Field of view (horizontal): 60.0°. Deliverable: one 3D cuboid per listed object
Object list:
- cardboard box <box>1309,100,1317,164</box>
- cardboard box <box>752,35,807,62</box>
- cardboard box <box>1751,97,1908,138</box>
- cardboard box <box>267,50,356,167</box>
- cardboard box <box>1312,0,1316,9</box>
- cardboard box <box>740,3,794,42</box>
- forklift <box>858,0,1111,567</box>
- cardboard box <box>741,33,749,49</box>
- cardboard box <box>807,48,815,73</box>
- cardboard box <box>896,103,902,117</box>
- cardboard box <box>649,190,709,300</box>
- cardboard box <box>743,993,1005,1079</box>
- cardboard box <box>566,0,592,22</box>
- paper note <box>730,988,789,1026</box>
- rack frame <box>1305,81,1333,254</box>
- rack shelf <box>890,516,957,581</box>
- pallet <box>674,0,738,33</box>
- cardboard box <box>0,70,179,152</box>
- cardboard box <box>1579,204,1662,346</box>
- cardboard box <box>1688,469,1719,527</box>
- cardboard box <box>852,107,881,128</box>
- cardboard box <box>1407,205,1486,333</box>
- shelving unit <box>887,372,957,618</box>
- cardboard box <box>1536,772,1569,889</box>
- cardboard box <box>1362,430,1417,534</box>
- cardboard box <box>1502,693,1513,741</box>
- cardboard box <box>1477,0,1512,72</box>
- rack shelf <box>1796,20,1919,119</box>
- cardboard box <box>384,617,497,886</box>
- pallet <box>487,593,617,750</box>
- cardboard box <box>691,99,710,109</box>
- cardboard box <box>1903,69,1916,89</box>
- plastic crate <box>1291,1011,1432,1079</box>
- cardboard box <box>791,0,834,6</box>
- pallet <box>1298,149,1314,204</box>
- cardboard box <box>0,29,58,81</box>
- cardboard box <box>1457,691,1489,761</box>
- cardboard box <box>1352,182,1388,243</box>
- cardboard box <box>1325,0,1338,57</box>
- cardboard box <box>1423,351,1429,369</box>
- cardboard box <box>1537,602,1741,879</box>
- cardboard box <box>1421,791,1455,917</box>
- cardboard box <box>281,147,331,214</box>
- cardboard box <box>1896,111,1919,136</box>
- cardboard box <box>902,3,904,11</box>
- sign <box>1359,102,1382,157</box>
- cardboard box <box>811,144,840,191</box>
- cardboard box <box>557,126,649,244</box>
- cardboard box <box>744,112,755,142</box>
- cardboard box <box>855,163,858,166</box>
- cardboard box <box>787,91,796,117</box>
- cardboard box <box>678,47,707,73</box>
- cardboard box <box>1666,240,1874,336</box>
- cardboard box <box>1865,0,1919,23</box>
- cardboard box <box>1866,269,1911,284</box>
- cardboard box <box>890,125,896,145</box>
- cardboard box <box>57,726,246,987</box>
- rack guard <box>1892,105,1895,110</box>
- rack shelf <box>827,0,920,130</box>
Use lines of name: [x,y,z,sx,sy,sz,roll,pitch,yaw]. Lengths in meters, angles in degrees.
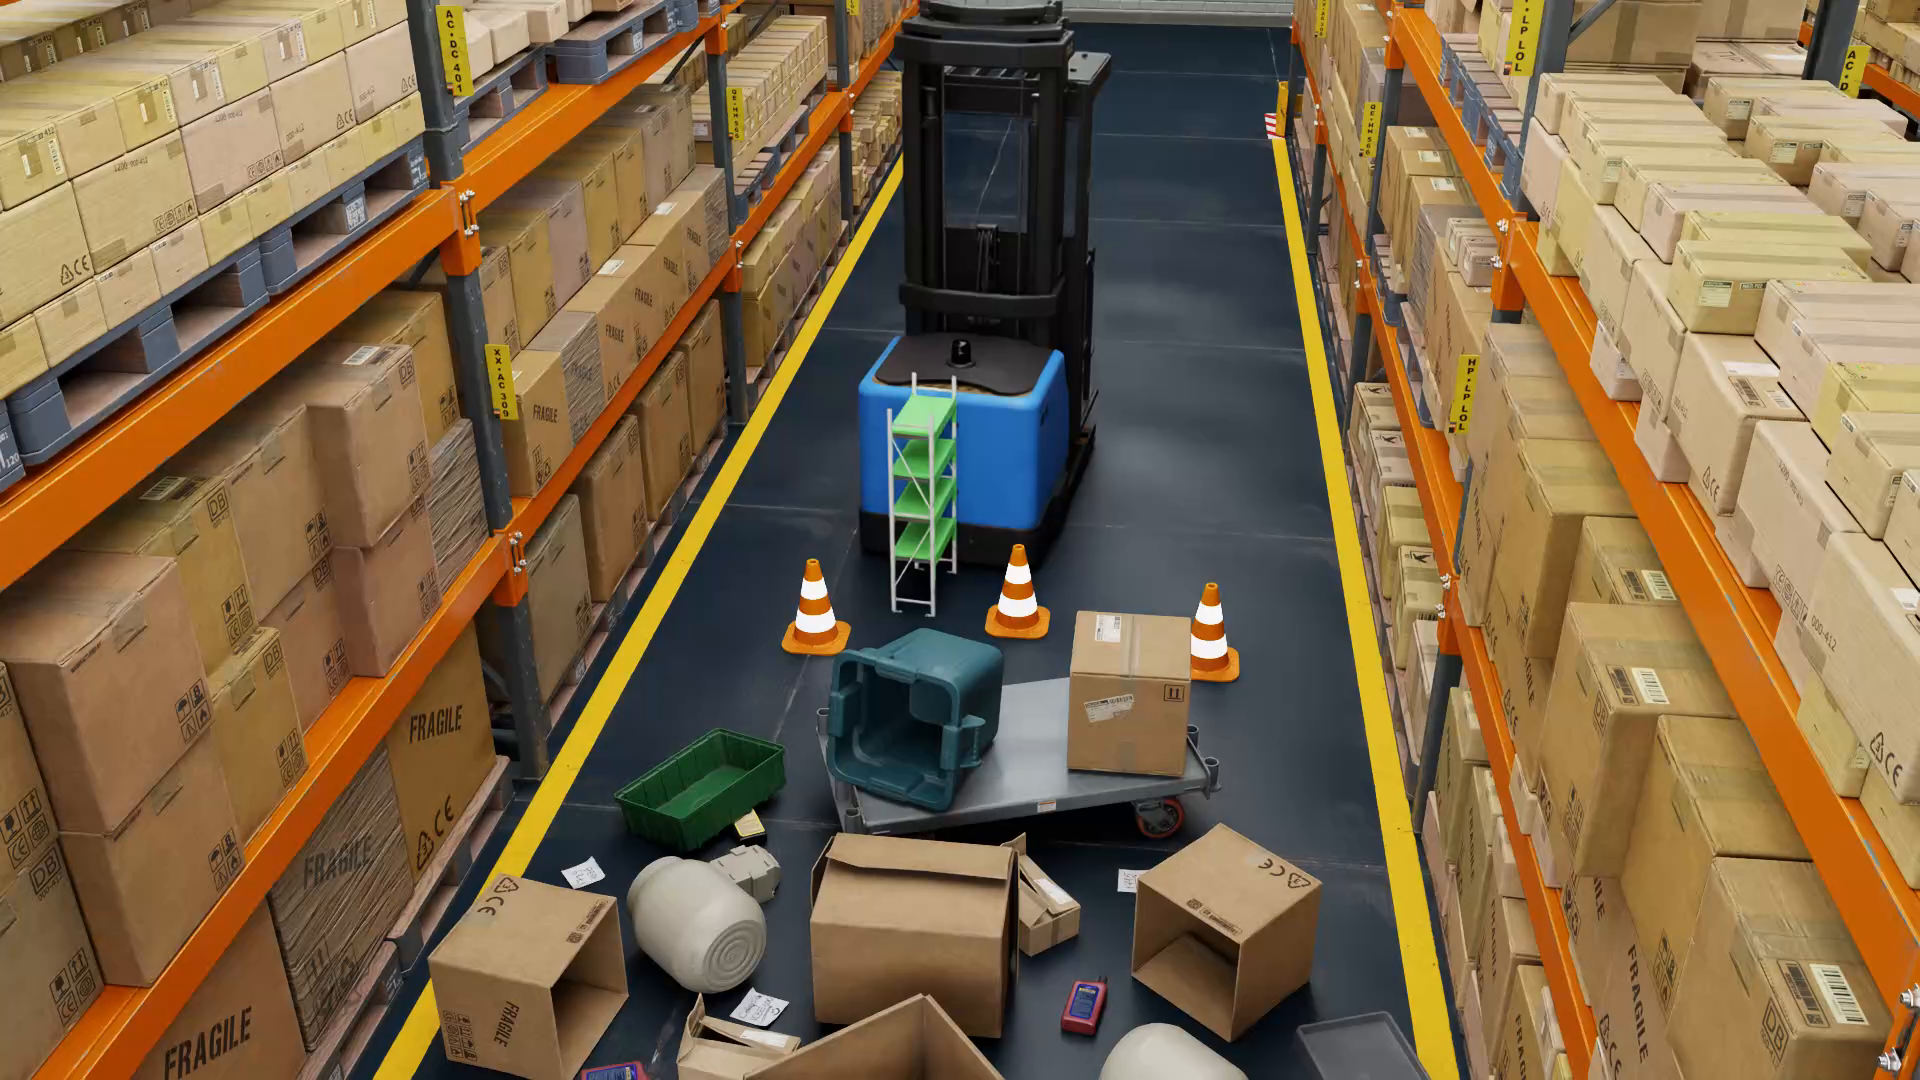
cardboard box: [3.889,-3.976,16.226,0.875,0.438,0.875,4,29,8]
cardboard box: [-1.393,-3.788,12.814,0.380,0.149,0.250,3,28,6]
cardboard box: [2.727,-1.290,5.244,0.380,0.149,0.250,3,28,5]
cardboard box: [-2.288,-1.388,5.297,0.500,0.250,0.500,3,28,6]
cardboard box: [3.392,-4.985,14.680,0.500,0.500,0.500,4,29,7]
cardboard box: [-1.662,-4.443,14.415,0.500,0.500,0.500,3,28,6]
forklift: [0.266,-1.816,10.031,1.130,2.935,3.031,6,29,12]
cardboard box: [-1.945,-4.070,13.651,0.380,0.149,0.250,4,29,7]
cardboard box: [-1.358,-3.790,13.130,0.380,0.149,0.250,5,29,8]
cardboard box: [-0.794,-4.458,17.111,0.380,0.149,0.250,2,28,4]
cardboard box: [-1.782,-1.723,9.680,0.500,0.500,0.500,3,28,6]
cardboard box: [-0.283,1.990,5.526,0.797,0.503,0.637,-17,33,-29]
cardboard box: [-1.981,-2.617,7.876,0.396,0.266,0.258,3,28,6]
paper note: [-0.771,1.798,6.389,0.172,0.023,0.155,14,31,24]
rack frame: [3.485,-3.784,13.611,1.000,3.000,0.127,3,28,6]
rack shelf: [-0.195,0.029,9.072,0.258,0.148,0.480,6,29,12]
pallet: [-1.957,-3.072,9.327,1.213,0.211,1.003,5,29,9]
cardboard box: [-2.335,-1.143,4.421,0.380,0.149,0.250,4,29,7]
cardboard box: [2.051,-0.734,4.632,0.500,0.250,0.500,4,29,7]
cardboard box: [1.965,-0.131,3.932,0.380,0.149,0.250,3,28,5]
cardboard box: [-0.976,-4.100,16.133,0.380,0.149,0.250,3,29,6]
cardboard box: [2.525,-1.331,8.197,0.500,0.500,0.500,2,28,4]
shelving unit: [-0.195,-0.238,8.928,0.258,1.200,0.503,6,29,12]
cardboard box: [2.019,0.710,4.850,0.500,0.500,0.500,4,29,7]
cardboard box: [2.833,-0.316,9.501,0.950,0.372,0.625,3,28,5]
cardboard box: [2.101,0.585,5.766,0.380,0.149,0.250,4,29,8]
cardboard box: [2.563,-2.219,7.258,0.500,0.250,0.500,4,29,7]
rack shelf: [8.656,-4.122,14.997,1.077,0.370,4.000,3,28,6]
cardboard box: [-2.567,0.784,6.929,0.875,0.875,0.875,4,29,7]
pallet: [-2.401,0.602,8.410,1.003,0.211,1.213,3,28,6]
cardboard box: [-1.651,-2.810,10.998,0.380,0.149,0.250,3,28,5]
cardboard box: [8.277,-3.921,14.130,0.380,0.149,0.250,4,29,8]
plastic crate: [1.498,1.959,6.030,0.402,0.080,0.583,-6,29,-11]
cardboard box: [-1.143,-4.837,14.093,0.500,0.500,0.500,4,29,7]
pallet: [3.803,-3.485,15.997,1.003,0.211,1.213,3,28,6]
cardboard box: [-2.926,-1.416,4.930,0.380,0.149,0.250,4,29,7]
cardboard box: [2.089,0.709,6.253,0.380,0.149,0.250,4,29,7]
cardboard box: [2.799,-2.088,10.621,0.500,0.250,0.500,2,28,4]
cardboard box: [3.145,-4.078,12.997,0.500,0.500,0.500,4,29,7]
cardboard box: [2.433,-0.830,7.950,0.380,0.149,0.250,3,28,6]
cardboard box: [1.890,0.513,4.163,0.700,0.500,0.500,3,28,6]
cardboard box: [2.164,1.270,6.687,0.500,0.250,0.500,2,28,4]
cardboard box: [-2.240,-1.146,5.269,0.380,0.149,0.250,3,29,6]
cardboard box: [8.589,-3.782,15.800,0.700,0.500,0.500,4,29,8]
cardboard box: [-0.777,-5.511,17.082,0.380,0.149,0.250,3,28,6]
sign: [2.443,-2.441,9.898,0.100,0.325,0.005,3,28,6]
cardboard box: [-1.281,-3.073,13.694,0.500,0.250,0.500,3,28,5]
cardboard box: [-2.117,-1.935,9.019,0.700,0.500,0.500,3,28,5]
cardboard box: [-1.611,-2.816,11.322,0.380,0.149,0.250,2,28,5]
cardboard box: [-1.136,-3.361,15.075,0.380,0.149,0.250,4,29,7]
cardboard box: [-1.449,-3.286,12.510,0.380,0.149,0.250,5,29,8]
cardboard box: [-2.103,-3.593,12.451,0.380,0.149,0.250,4,29,8]
cardboard box: [1.917,-0.596,3.956,0.380,0.149,0.250,4,29,7]
cardboard box: [8.395,-4.871,14.683,0.500,0.500,0.500,4,29,7]
cardboard box: [2.533,-0.463,4.129,0.500,0.250,0.500,4,29,7]
cardboard box: [-0.843,-4.090,16.742,0.380,0.149,0.250,2,28,4]
cardboard box: [-2.671,0.865,4.824,0.875,0.550,0.550,3,28,6]
rack guard: [8.892,-4.244,17.100,1.175,0.500,0.348,3,28,6]
rack shelf: [-1.195,-4.649,15.975,1.077,0.370,4.000,3,28,6]
